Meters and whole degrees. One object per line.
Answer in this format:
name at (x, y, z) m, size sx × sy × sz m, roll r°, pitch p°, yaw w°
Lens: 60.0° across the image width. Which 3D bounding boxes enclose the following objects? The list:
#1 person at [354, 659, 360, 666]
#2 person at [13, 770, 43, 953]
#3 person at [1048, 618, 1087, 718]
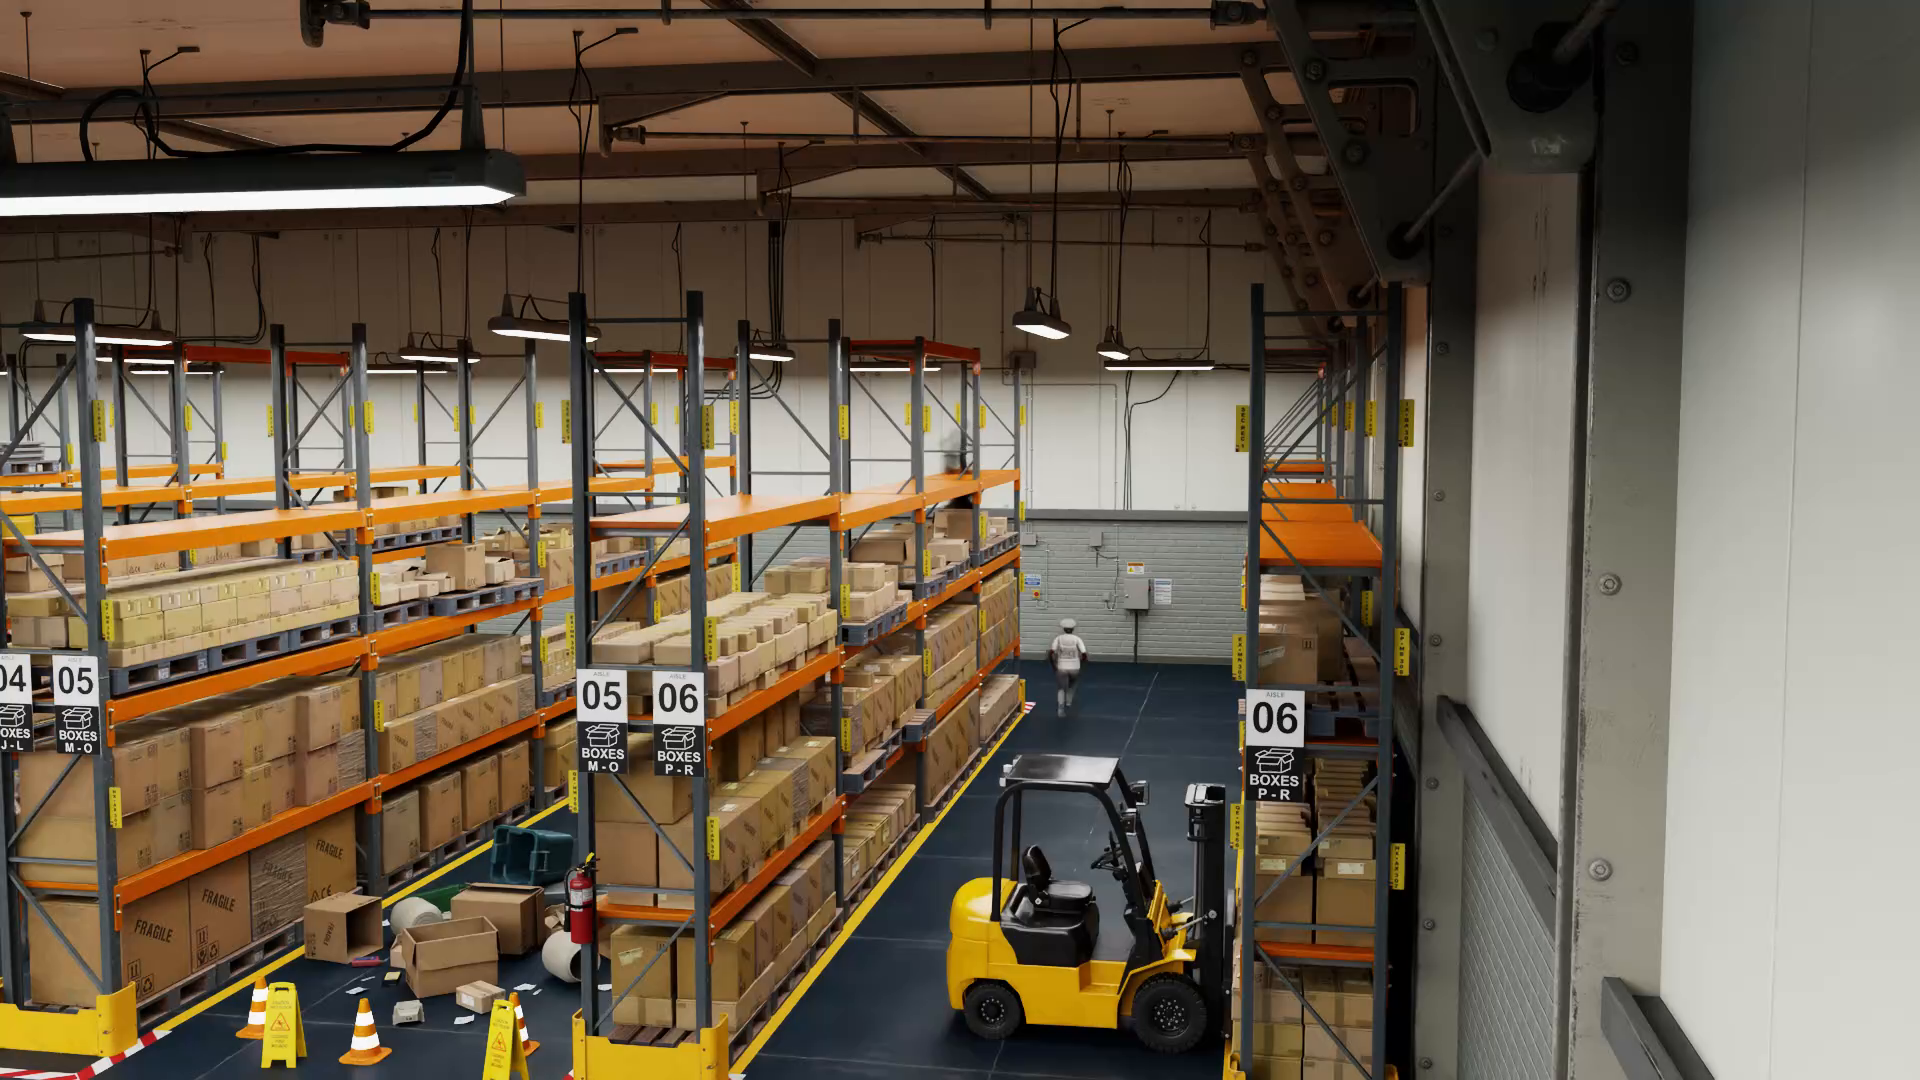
person at (-8.021, 2.480, 22.409) m, size 0.613 × 1.812 × 0.873 m, roll 0°, pitch 5°, yaw -2°
person at (-8.750, 3.031, 15.708) m, size 0.688 × 1.831 × 0.954 m, roll 0°, pitch 5°, yaw 4°
person at (1.751, 2.067, 27.033) m, size 0.621 × 1.606 × 0.690 m, roll 0°, pitch 5°, yaw 6°
